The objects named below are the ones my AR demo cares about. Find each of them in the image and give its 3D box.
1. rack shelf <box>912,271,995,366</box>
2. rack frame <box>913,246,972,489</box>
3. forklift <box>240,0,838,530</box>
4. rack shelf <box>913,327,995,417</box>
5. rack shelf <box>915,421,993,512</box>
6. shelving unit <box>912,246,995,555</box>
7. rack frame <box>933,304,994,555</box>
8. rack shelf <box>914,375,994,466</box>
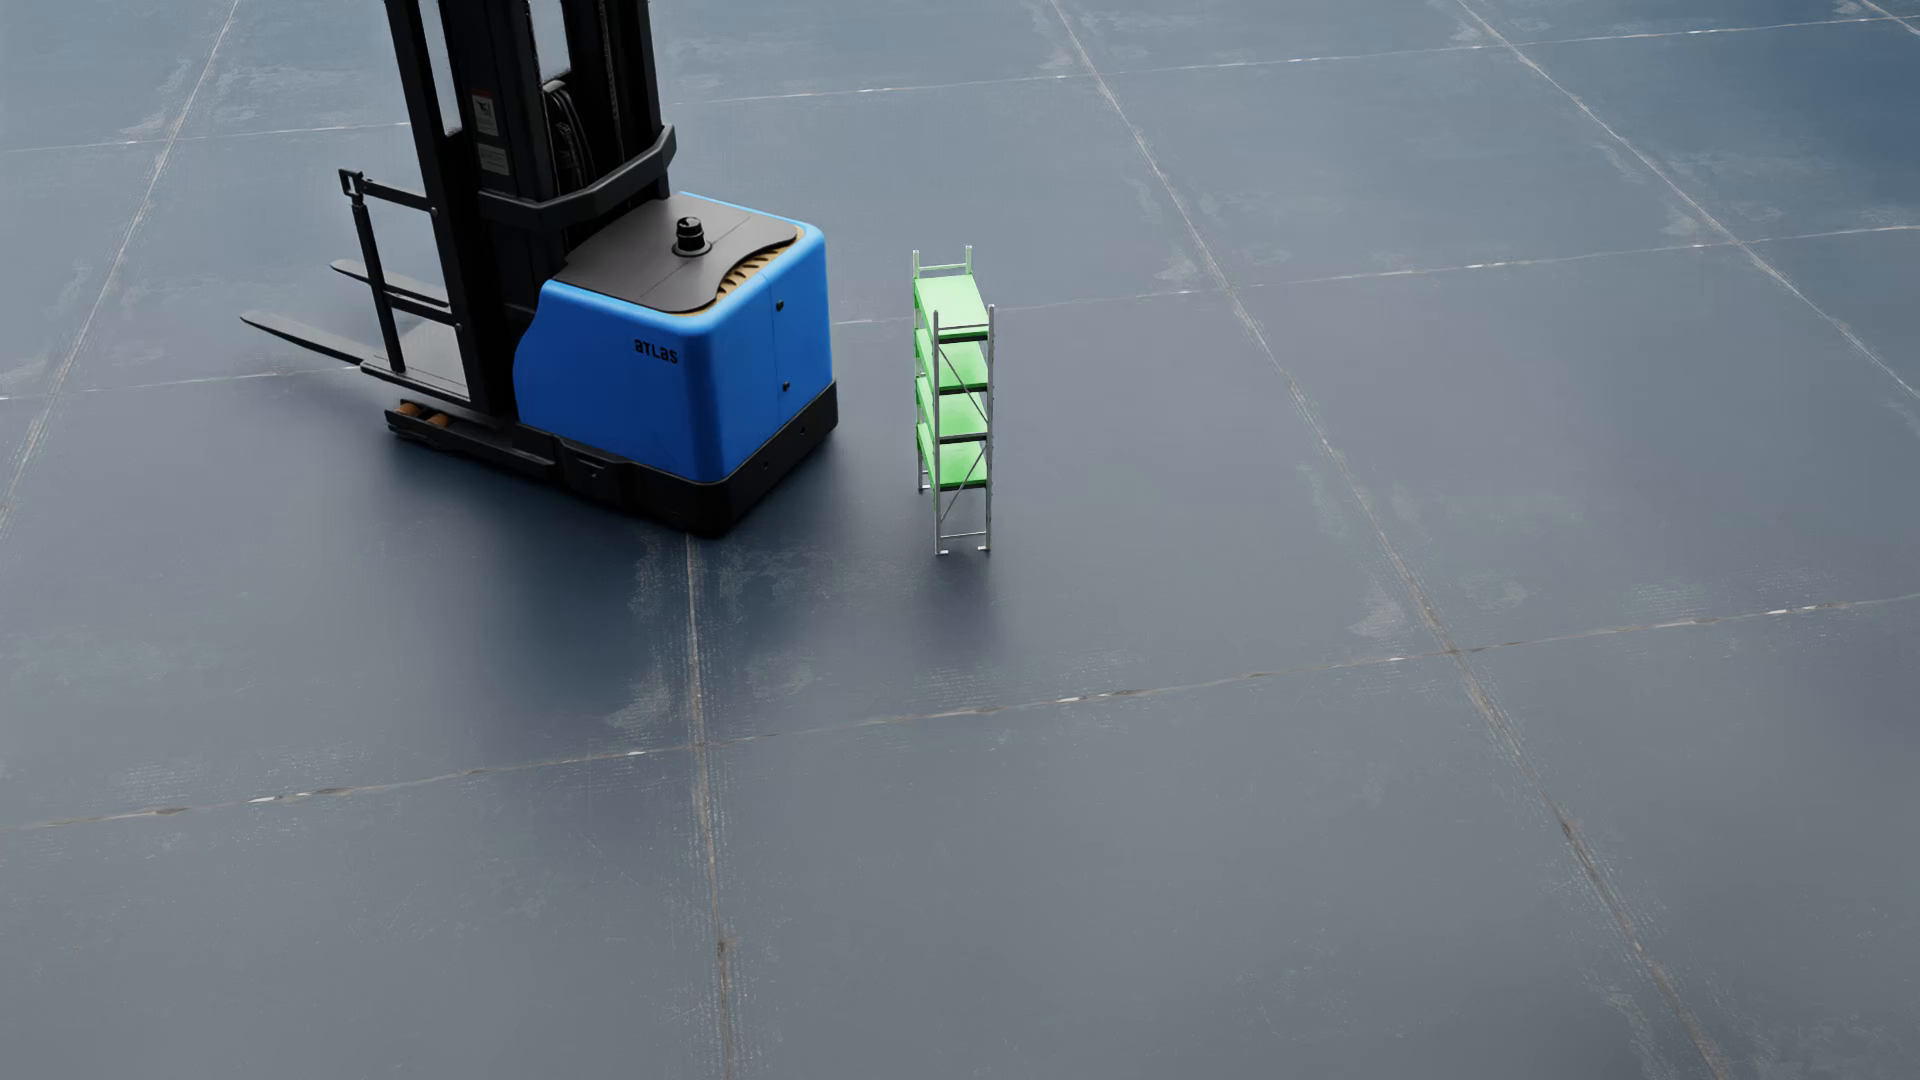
[{"bbox_3d":[-0.029,-0.902,6.755,0.258,0.148,0.480,-6,38,-8],"label":"rack shelf"},{"bbox_3d":[-0.072,-0.721,7.200,0.240,1.200,0.015,-6,38,-8],"label":"rack frame"},{"bbox_3d":[-2.120,-1.844,7.235,3.031,2.935,1.130,18,41,22],"label":"forklift"},{"bbox_3d":[-0.029,-0.713,6.903,0.258,0.148,0.480,-6,38,-8],"label":"rack shelf"},{"bbox_3d":[-0.029,-0.334,7.197,0.258,0.148,0.480,-6,38,-8],"label":"rack shelf"},{"bbox_3d":[-0.029,-0.574,7.011,0.258,1.200,0.503,-6,38,-8],"label":"shelving unit"},{"bbox_3d":[0.014,-0.426,6.821,0.240,1.200,0.015,-6,38,-8],"label":"rack frame"},{"bbox_3d":[-0.029,-0.523,7.050,0.258,0.148,0.480,-6,38,-8],"label":"rack shelf"}]
